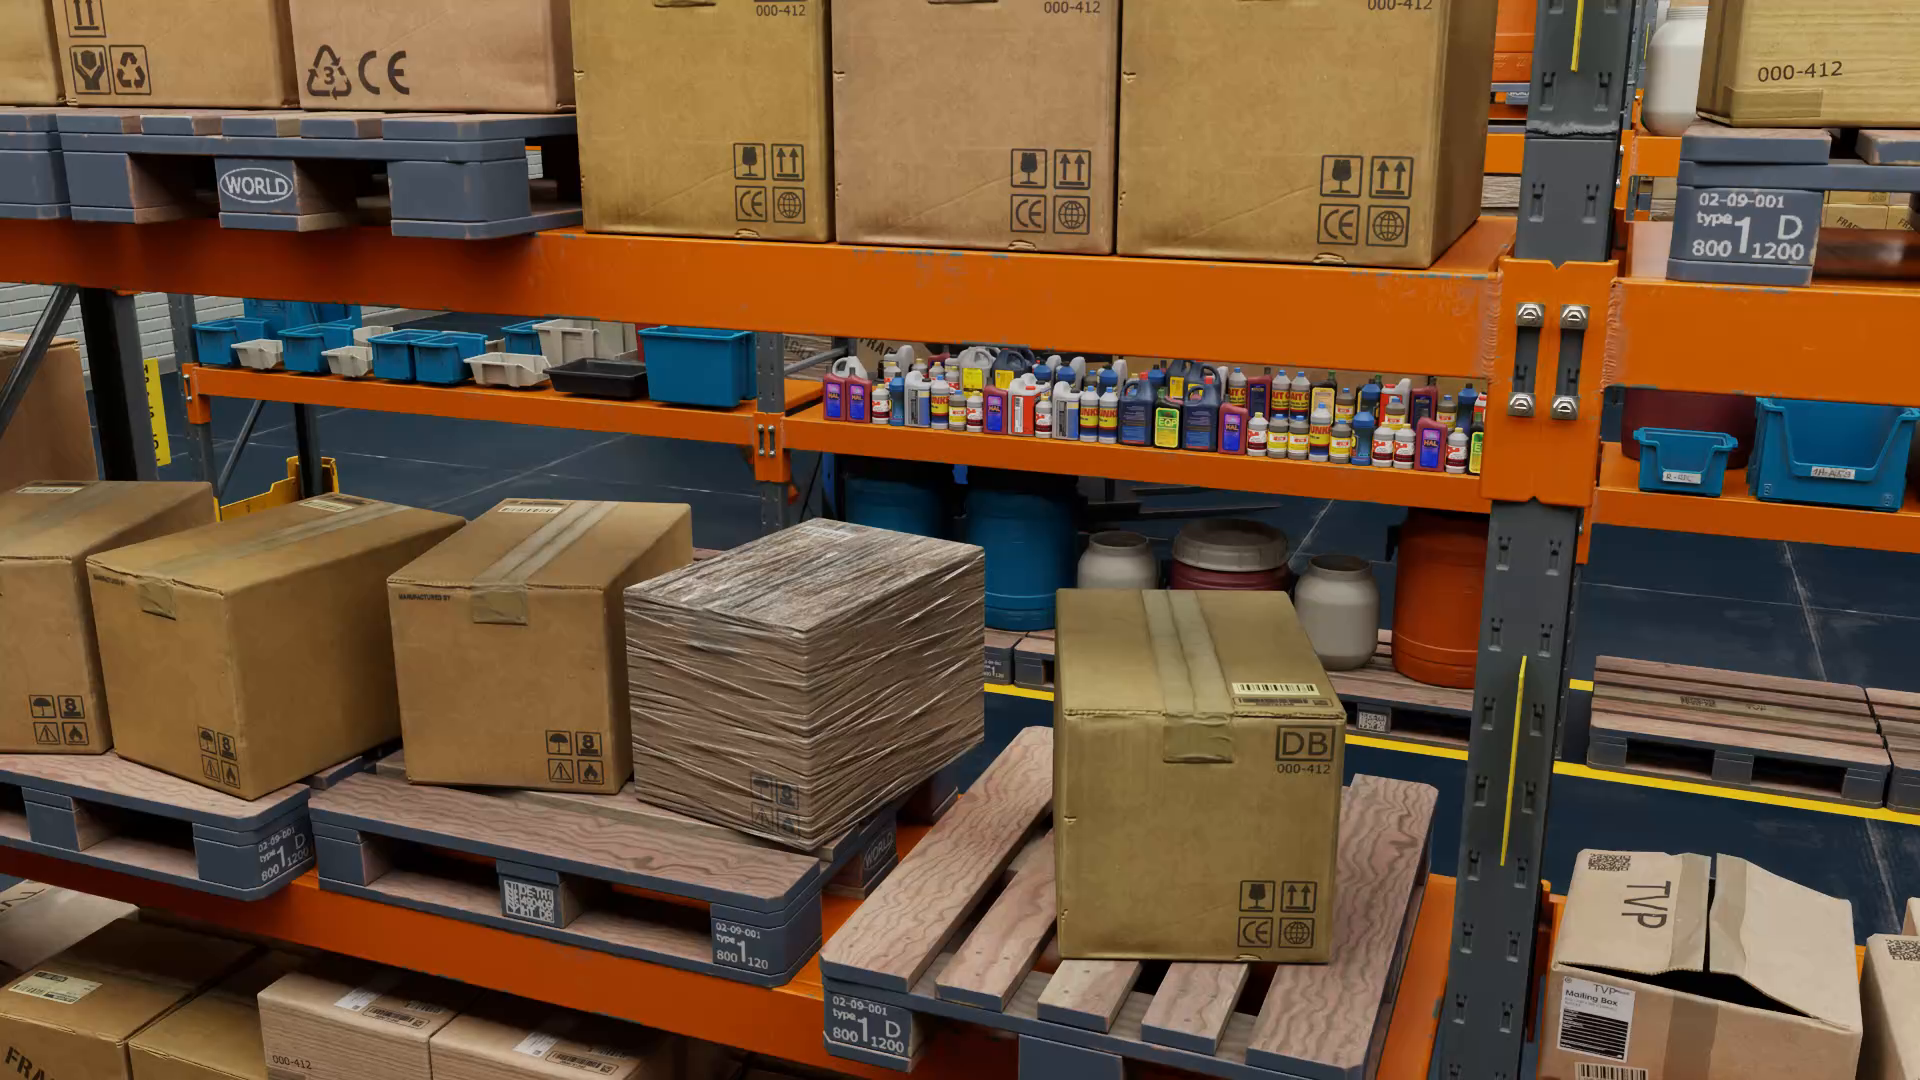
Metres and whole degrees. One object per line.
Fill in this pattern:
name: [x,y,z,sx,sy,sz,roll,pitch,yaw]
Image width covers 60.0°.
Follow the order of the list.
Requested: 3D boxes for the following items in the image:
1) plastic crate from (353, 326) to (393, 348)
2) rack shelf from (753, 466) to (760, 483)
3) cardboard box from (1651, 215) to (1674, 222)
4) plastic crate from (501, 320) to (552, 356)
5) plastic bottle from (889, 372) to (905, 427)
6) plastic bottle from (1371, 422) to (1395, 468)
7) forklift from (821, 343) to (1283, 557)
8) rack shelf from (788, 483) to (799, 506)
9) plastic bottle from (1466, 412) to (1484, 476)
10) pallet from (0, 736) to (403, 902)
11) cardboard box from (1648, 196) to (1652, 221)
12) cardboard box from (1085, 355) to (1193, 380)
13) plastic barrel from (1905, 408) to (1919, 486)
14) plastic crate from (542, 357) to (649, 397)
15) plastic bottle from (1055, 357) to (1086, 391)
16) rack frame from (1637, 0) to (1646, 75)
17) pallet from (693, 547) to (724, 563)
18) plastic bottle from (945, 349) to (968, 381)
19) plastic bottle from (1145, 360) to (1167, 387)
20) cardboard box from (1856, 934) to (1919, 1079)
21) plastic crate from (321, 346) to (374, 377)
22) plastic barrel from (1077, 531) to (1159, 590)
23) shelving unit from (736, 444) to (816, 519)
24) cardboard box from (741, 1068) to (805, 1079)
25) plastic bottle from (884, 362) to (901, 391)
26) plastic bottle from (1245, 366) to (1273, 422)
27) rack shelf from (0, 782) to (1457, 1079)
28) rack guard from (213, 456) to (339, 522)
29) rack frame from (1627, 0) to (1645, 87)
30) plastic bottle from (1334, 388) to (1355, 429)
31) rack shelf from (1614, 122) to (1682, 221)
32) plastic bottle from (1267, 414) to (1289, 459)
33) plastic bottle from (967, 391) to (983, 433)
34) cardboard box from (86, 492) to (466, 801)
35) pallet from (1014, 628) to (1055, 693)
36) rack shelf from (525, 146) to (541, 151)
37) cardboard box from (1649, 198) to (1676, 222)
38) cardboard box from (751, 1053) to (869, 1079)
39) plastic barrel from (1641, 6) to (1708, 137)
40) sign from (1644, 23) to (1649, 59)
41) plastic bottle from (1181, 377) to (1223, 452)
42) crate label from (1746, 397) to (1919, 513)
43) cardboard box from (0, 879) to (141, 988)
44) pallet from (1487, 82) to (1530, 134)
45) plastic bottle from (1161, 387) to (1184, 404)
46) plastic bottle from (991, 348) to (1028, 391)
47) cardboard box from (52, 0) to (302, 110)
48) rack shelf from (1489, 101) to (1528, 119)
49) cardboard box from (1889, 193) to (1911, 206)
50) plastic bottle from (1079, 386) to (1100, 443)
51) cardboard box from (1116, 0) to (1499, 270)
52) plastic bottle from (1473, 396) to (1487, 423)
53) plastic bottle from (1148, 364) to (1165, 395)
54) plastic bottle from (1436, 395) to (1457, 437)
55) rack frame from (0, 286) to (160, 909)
plastic crate: [-3.724,-1.240,10.431,0.243,0.136,0.396,6,17,21]
rack shelf: [-1.238,-0.455,10.816,0.180,0.103,0.258,-30,19,0]
cardboard box: [5.227,-2.046,11.907,0.500,0.500,0.500,4,17,14]
plastic crate: [-2.545,-1.179,10.049,0.300,0.233,0.416,6,17,21]
plastic bottle: [-0.315,-0.725,8.521,0.097,0.271,0.097,0,16,0]
plastic bottle: [1.954,-0.442,7.671,0.097,0.201,0.097,0,16,0]
forklift: [0.621,-1.438,10.870,3.031,2.935,1.130,-3,16,-10]
rack shelf: [-1.126,-0.257,10.893,0.180,0.103,0.258,-30,19,0]
plastic bottle: [2.360,-0.431,7.487,0.133,0.283,0.061,6,17,21]
pallet: [-1.946,0.521,4.343,1.213,0.211,1.003,6,17,21]
cardboard box: [7.141,-3.188,16.597,0.500,0.500,0.500,6,17,21]
cardboard box: [1.592,-1.371,13.574,0.875,0.875,1.225,6,17,21]
plastic barrel: [4.320,-0.517,7.374,0.421,0.512,0.421,0,16,0]
plastic crate: [-1.968,-0.907,9.303,0.590,0.125,0.437,6,17,21]
plastic bottle: [0.591,-0.847,8.932,0.135,0.276,0.152,6,17,21]
rack frame: [4.710,-4.722,11.298,0.127,3.000,1.000,6,17,21]
pallet: [-1.527,0.309,9.732,1.213,0.211,1.003,6,17,21]
plastic bottle: [-0.003,-0.912,9.157,0.135,0.276,0.152,6,17,21]
plastic bottle: [1.039,-0.815,8.809,0.133,0.283,0.061,6,17,21]
cardboard box: [1.833,0.913,2.810,0.500,0.311,0.500,6,17,20]
plastic crate: [-3.542,-1.042,9.750,0.298,0.136,0.250,6,17,21]
plastic barrel: [0.823,0.241,8.672,0.421,0.512,0.421,0,16,0]
shelving unit: [-1.259,-0.492,10.802,0.189,1.200,0.258,-30,19,0]
cardboard box: [-0.366,1.629,3.875,0.500,0.500,0.500,6,17,19]
plastic bottle: [-0.372,-0.879,9.179,0.097,0.201,0.097,0,16,0]
plastic bottle: [1.550,-0.758,8.615,0.133,0.283,0.061,6,17,21]
rack shelf: [-0.789,0.869,4.091,4.000,0.370,1.077,6,17,21]
rack guard: [-4.577,-0.173,10.874,0.348,0.500,1.175,6,17,21]
rack frame: [2.893,-3.437,6.873,0.127,3.000,1.000,6,17,21]
plastic bottle: [1.956,-0.669,8.454,0.097,0.201,0.097,0,16,0]
rack shelf: [4.753,-1.447,6.687,4.000,0.370,1.077,6,17,21]
plastic bottle: [1.501,-0.491,7.843,0.097,0.201,0.097,0,16,0]
plastic bottle: [0.082,-0.648,8.380,0.097,0.201,0.097,0,16,0]
cardboard box: [-1.628,0.230,4.070,0.500,0.500,0.700,9,19,29]
pallet: [1.013,0.588,8.770,1.213,0.211,1.003,6,17,21]
rack shelf: [-2.689,-2.265,9.506,4.000,0.370,1.077,6,17,21]
cardboard box: [6.942,-3.049,16.116,0.500,0.500,0.500,6,17,21]
cardboard box: [-0.201,1.492,4.349,0.500,0.500,0.500,6,17,20]
plastic barrel: [3.069,-1.939,6.893,0.421,0.512,0.421,0,16,0]
sign: [6.423,-4.665,15.556,0.005,0.325,0.100,6,17,21]
plastic bottle: [1.164,-0.607,7.974,0.185,0.351,0.144,6,17,21]
crate label: [3.718,-0.401,7.113,0.616,0.435,0.502,6,17,21]
cardboard box: [-2.961,1.300,5.350,0.500,0.311,0.500,6,17,21]
pallet: [2.217,-2.010,7.675,1.213,0.211,1.003,6,17,21]
plastic bottle: [1.023,-0.596,8.056,0.133,0.283,0.061,6,17,21]
plastic bottle: [0.266,-0.876,8.900,0.185,0.351,0.144,6,17,21]
cardboard box: [-1.578,-1.286,3.732,0.600,0.600,0.600,6,17,20]
rack shelf: [2.849,-3.140,12.521,4.000,0.370,1.077,6,17,21]
cardboard box: [8.932,-3.389,15.495,0.500,0.500,0.700,6,17,21]
plastic bottle: [0.637,-0.620,8.160,0.097,0.271,0.097,0,16,0]
cardboard box: [0.653,-0.796,2.977,0.500,0.500,0.910,6,17,21]
plastic bottle: [2.553,-0.585,8.032,0.135,0.276,0.152,6,17,21]
plastic bottle: [1.026,-0.787,8.734,0.097,0.271,0.097,0,16,0]
plastic bottle: [2.420,-0.618,8.278,0.097,0.201,0.097,0,16,0]
rack frame: [-2.649,0.319,4.695,0.127,3.000,1.000,6,17,21]
